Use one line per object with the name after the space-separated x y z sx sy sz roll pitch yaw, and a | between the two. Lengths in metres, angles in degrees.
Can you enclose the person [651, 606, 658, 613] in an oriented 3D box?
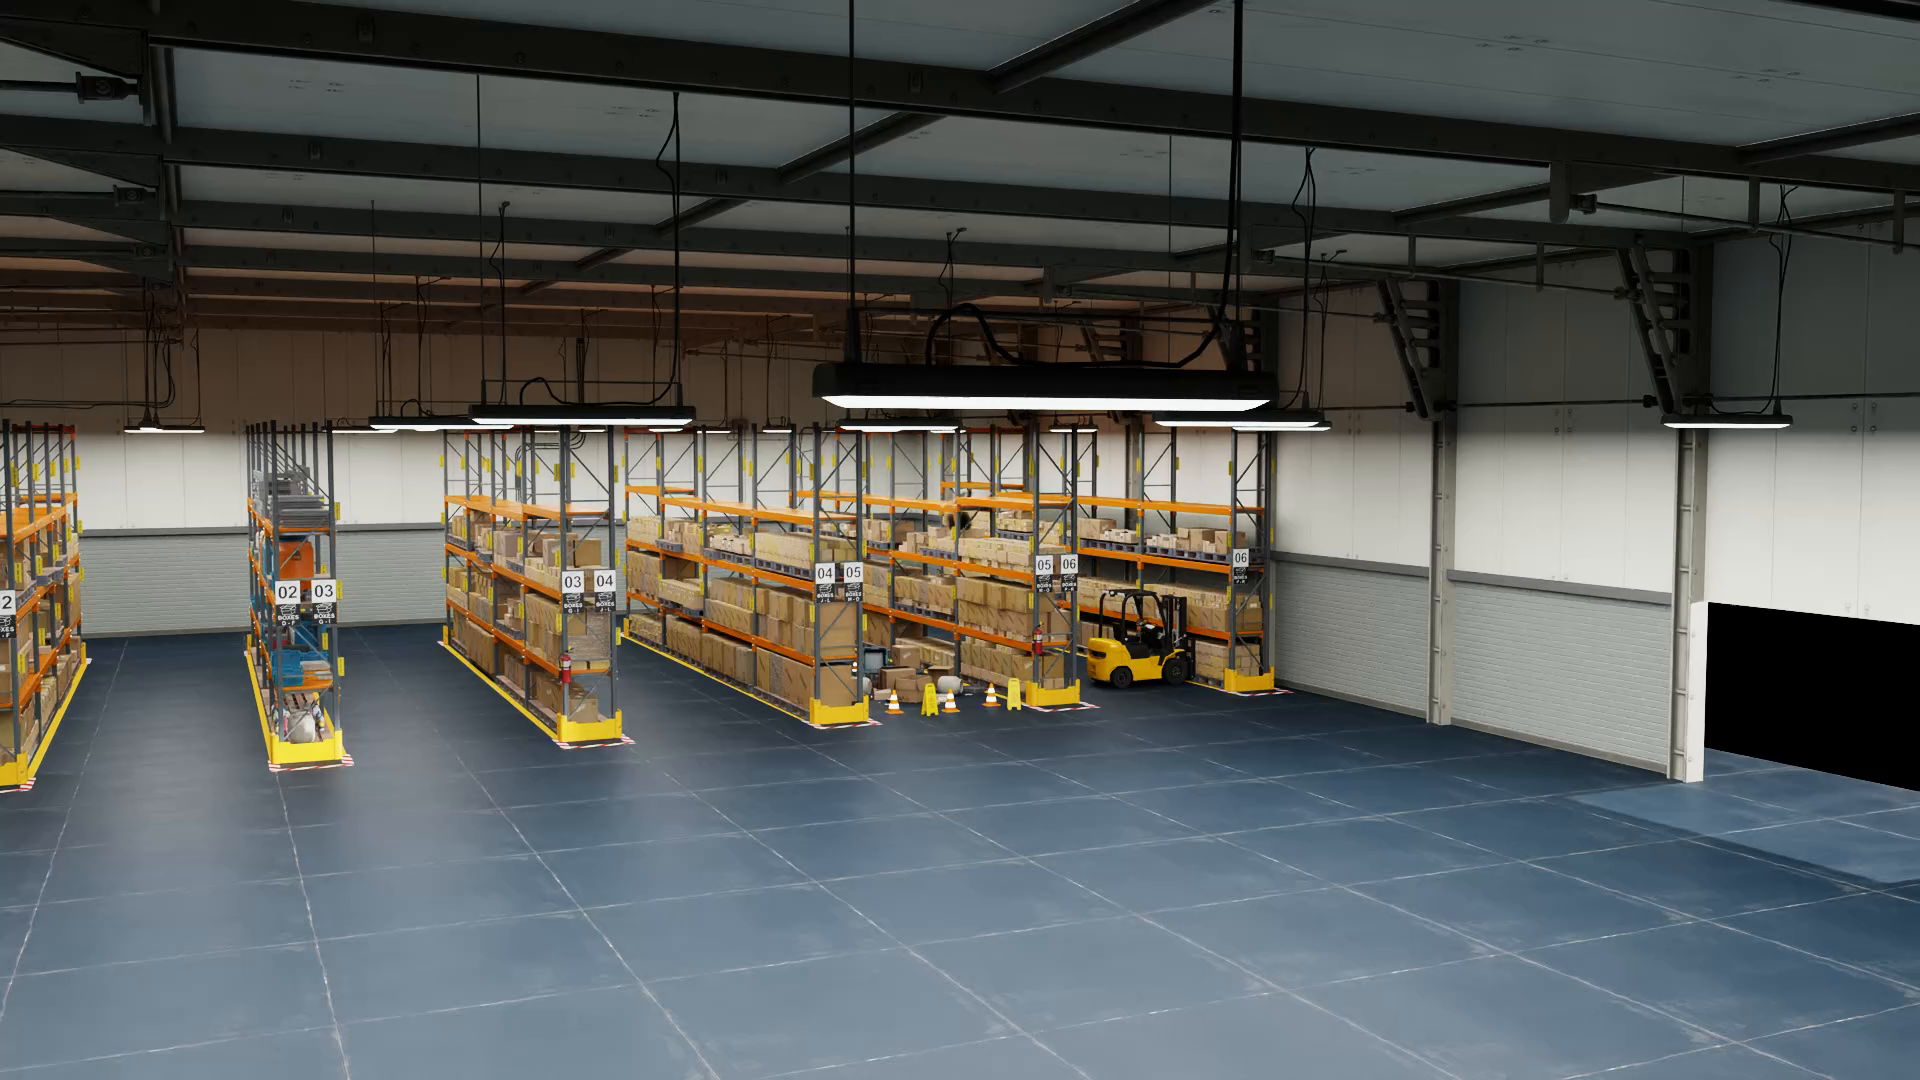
-9.299 1.825 50.569 0.648 1.494 0.757 1 4 15 | person
